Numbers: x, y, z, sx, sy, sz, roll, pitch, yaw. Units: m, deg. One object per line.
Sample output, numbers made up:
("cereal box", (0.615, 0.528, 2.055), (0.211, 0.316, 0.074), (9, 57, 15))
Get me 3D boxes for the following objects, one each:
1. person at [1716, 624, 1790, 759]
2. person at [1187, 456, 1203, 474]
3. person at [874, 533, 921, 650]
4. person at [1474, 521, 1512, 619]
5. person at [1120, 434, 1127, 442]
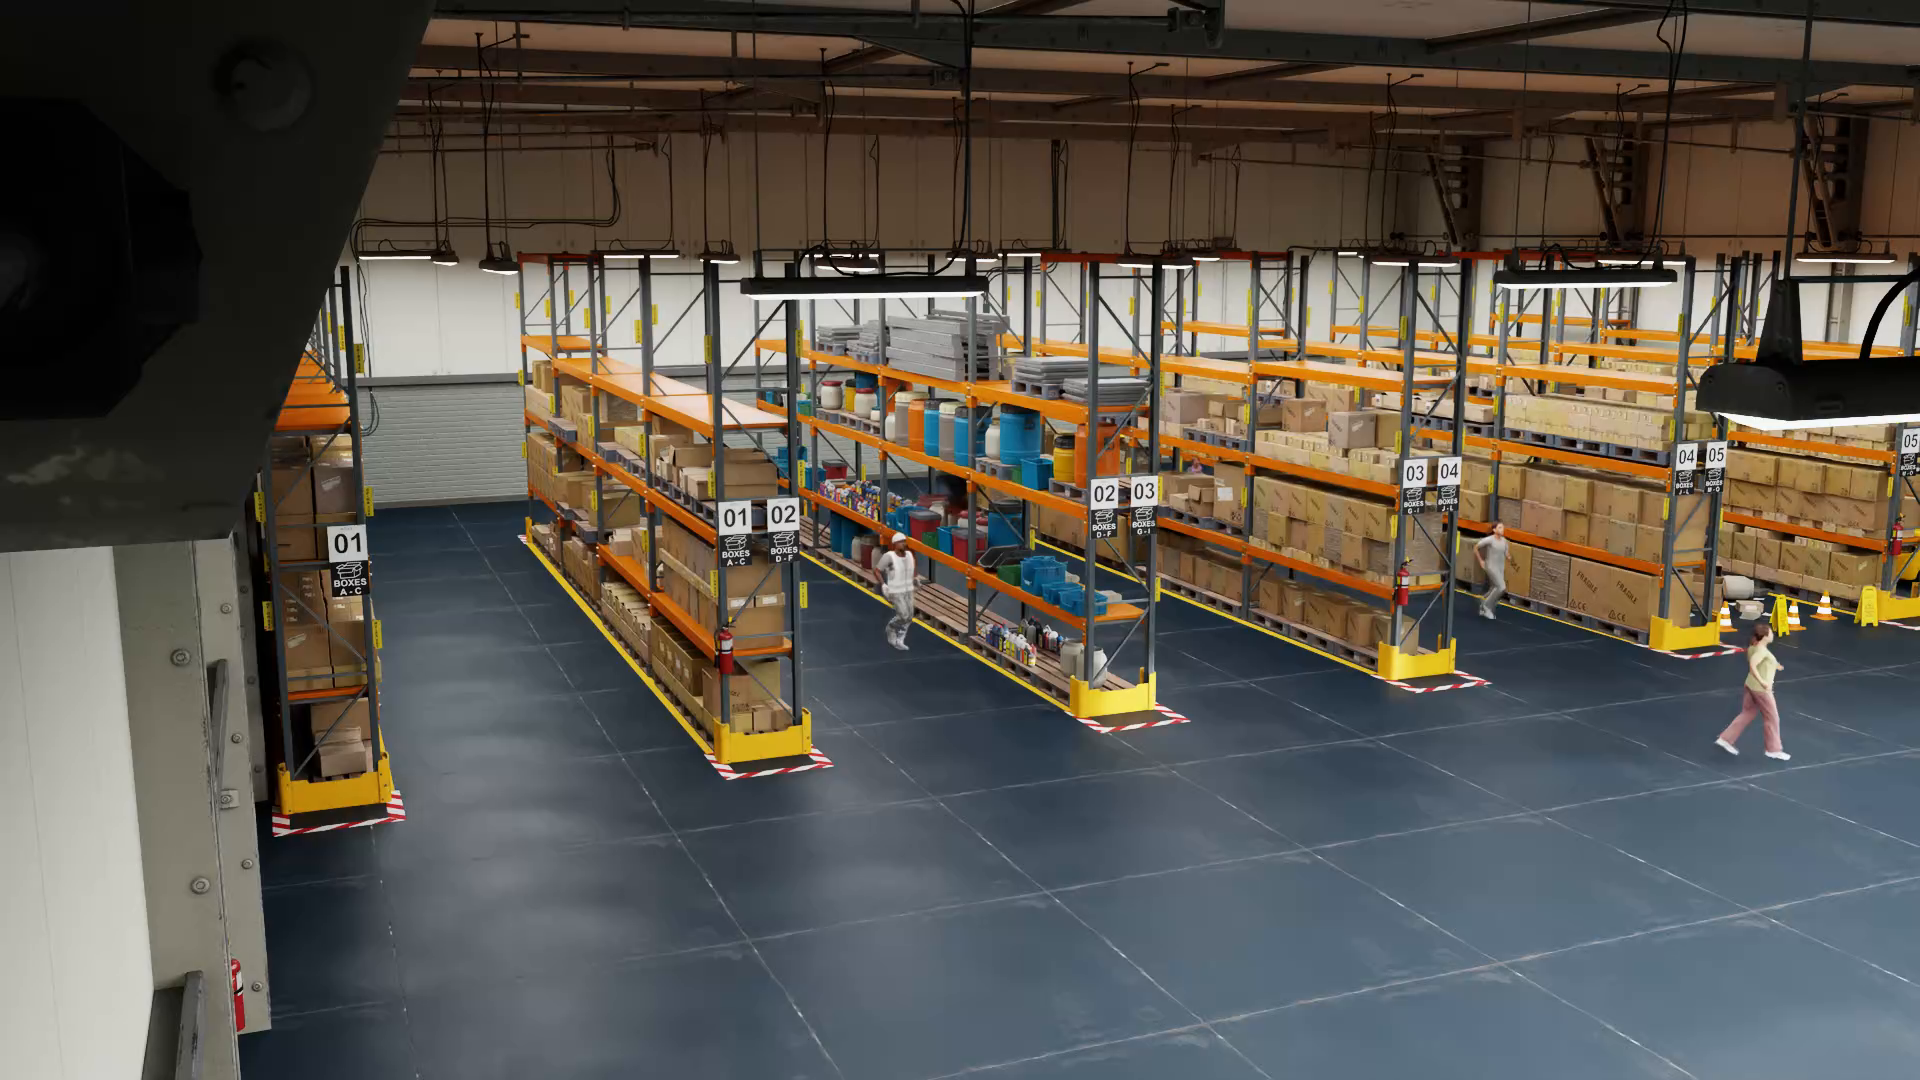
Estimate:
("person", (9.704, 1.833, 20.224), (0.874, 1.671, 0.577), (0, 10, 2))
("person", (5.107, -1.036, 36.269), (0.548, 1.630, 0.842), (-3, 11, -18))
("person", (-0.849, 0.763, 24.419), (0.684, 1.746, 0.540), (-9, 13, -39))
("person", (8.916, 0.495, 27.658), (0.552, 1.639, 0.613), (-6, 12, -31))
("person", (3.735, -1.692, 39.487), (0.762, 1.710, 0.611), (-2, 11, -9))
